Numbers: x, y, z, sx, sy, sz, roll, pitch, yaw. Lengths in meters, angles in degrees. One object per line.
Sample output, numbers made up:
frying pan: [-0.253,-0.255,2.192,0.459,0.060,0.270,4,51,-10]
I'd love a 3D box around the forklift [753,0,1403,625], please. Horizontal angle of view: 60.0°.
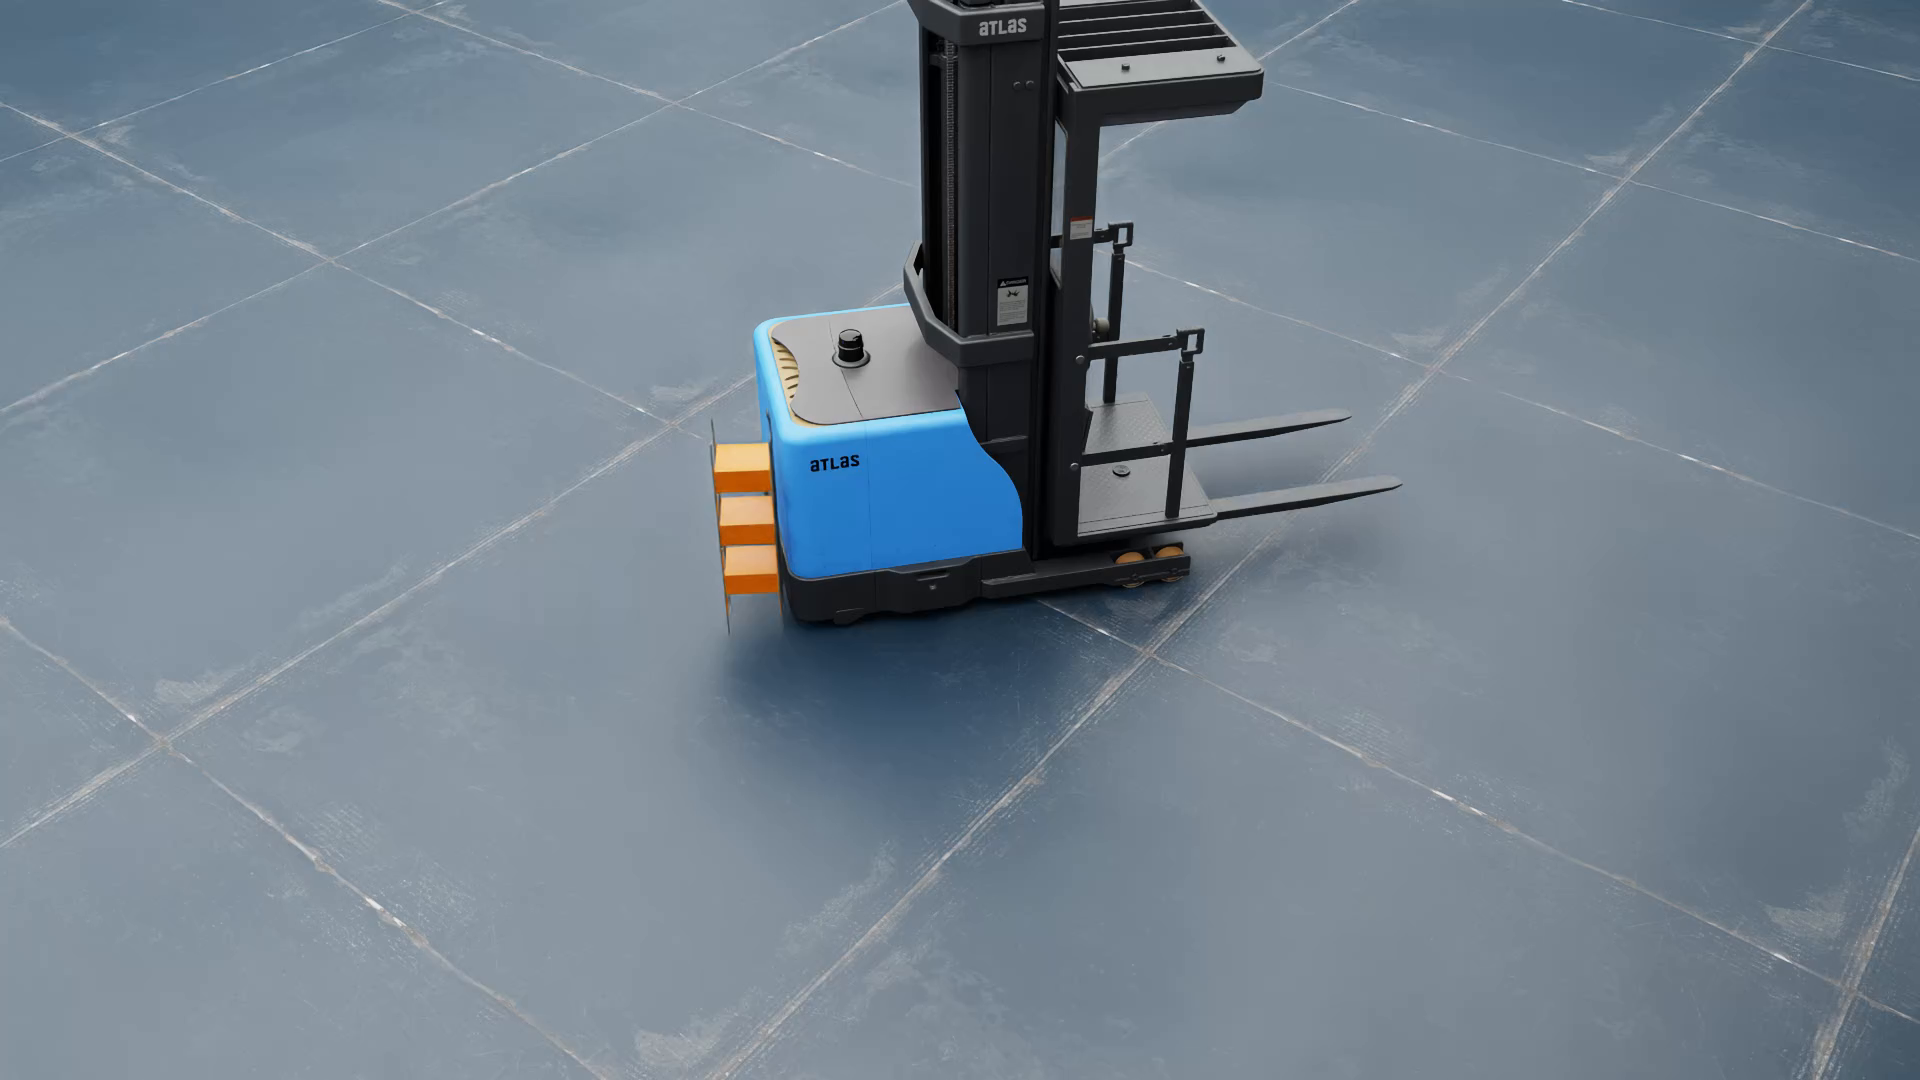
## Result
forklift: [0.608,-1.241,7.318,3.031,2.935,1.130,-8,39,-10]

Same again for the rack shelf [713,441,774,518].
rack shelf: [-0.927,-0.265,7.152,0.240,0.259,0.215,-3,38,-4]

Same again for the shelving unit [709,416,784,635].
shelving unit: [-0.930,-0.049,7.320,0.252,1.050,0.215,-3,38,-4]

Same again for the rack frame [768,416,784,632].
rack frame: [-0.808,-0.055,7.329,0.008,1.050,0.200,-3,38,-4]

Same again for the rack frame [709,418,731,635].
rack frame: [-1.052,-0.044,7.311,0.008,1.050,0.200,-3,38,-4]

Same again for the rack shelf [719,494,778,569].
rack shelf: [-0.930,-0.041,7.327,0.240,0.259,0.215,-3,38,-4]

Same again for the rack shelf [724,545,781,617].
rack shelf: [-0.933,0.178,7.498,0.240,0.259,0.215,-3,38,-4]
